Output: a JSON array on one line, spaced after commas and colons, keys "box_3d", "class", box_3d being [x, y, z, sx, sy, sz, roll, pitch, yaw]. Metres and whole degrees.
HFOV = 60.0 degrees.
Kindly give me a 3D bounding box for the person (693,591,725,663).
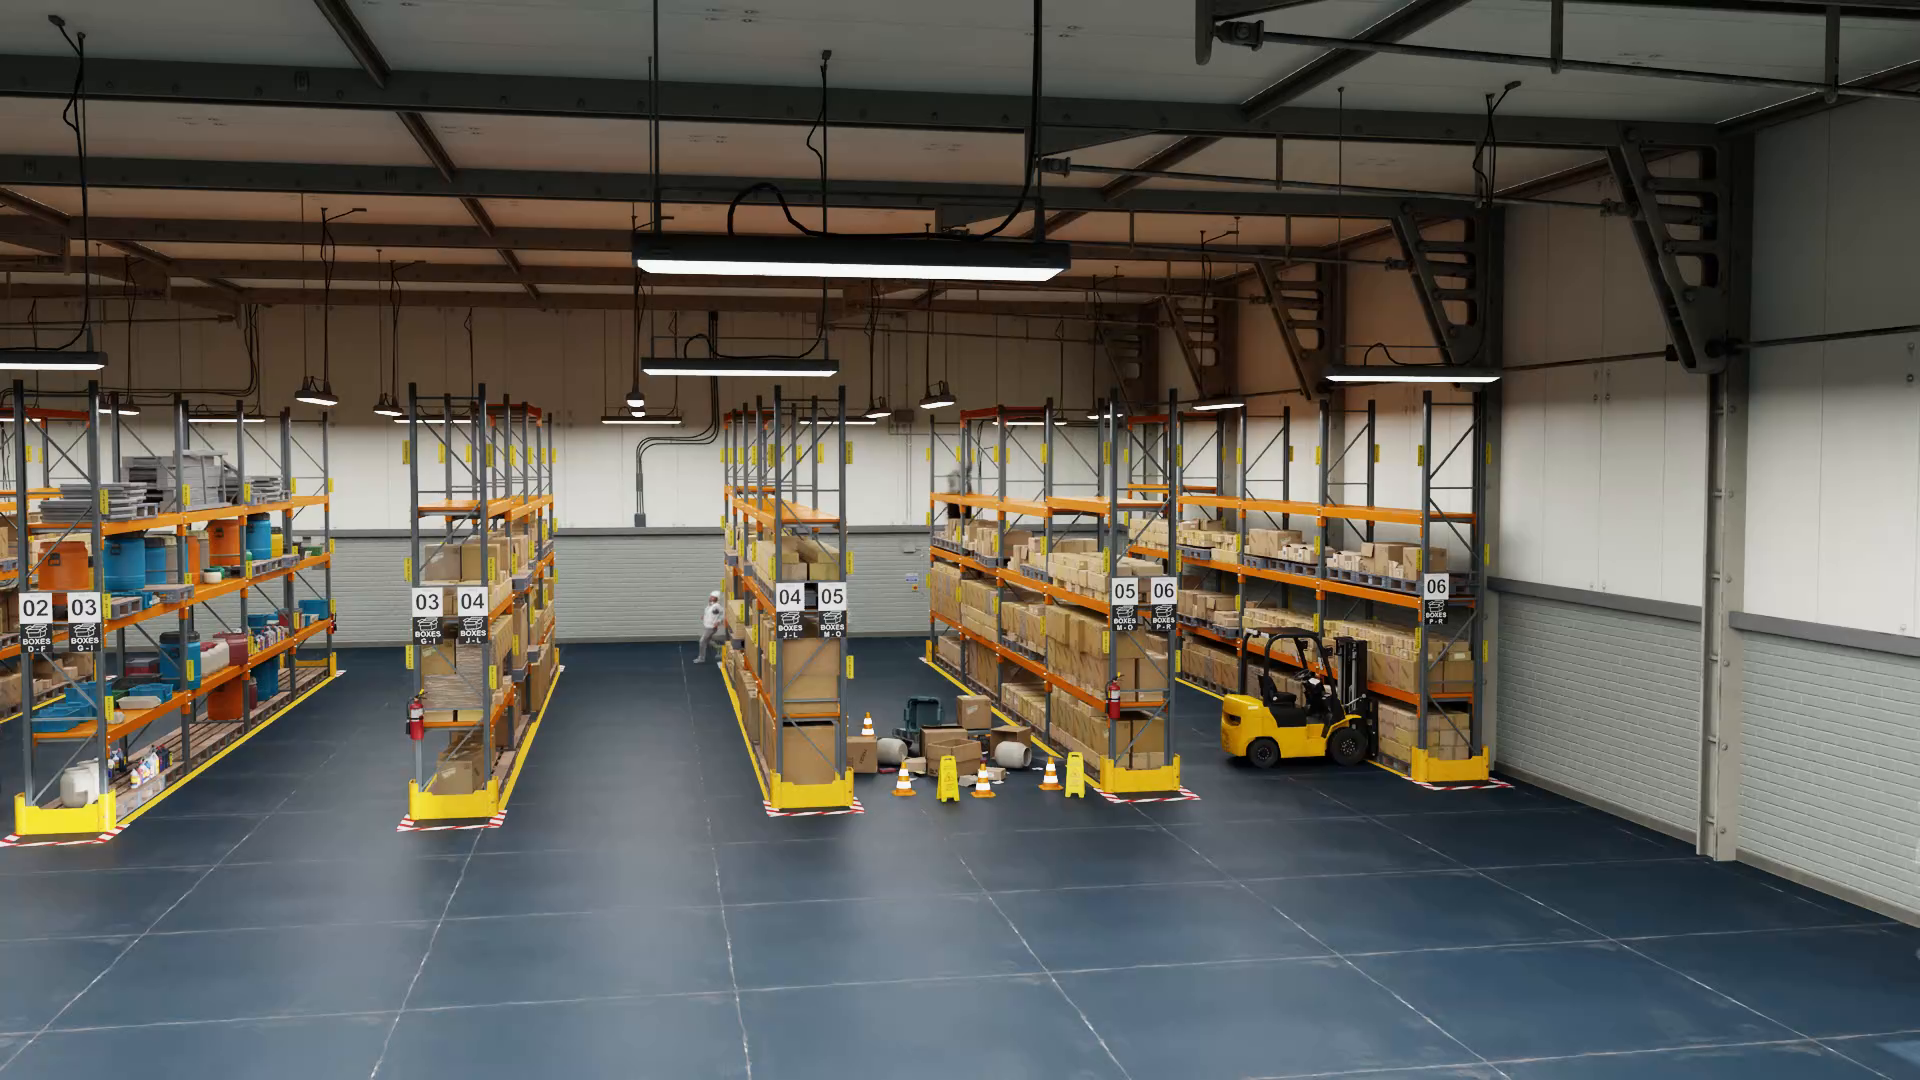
[{"box_3d": [-6.038, 2.095, 40.236, 0.835, 1.743, 0.728, -2, 3, -28], "class": "person"}]
